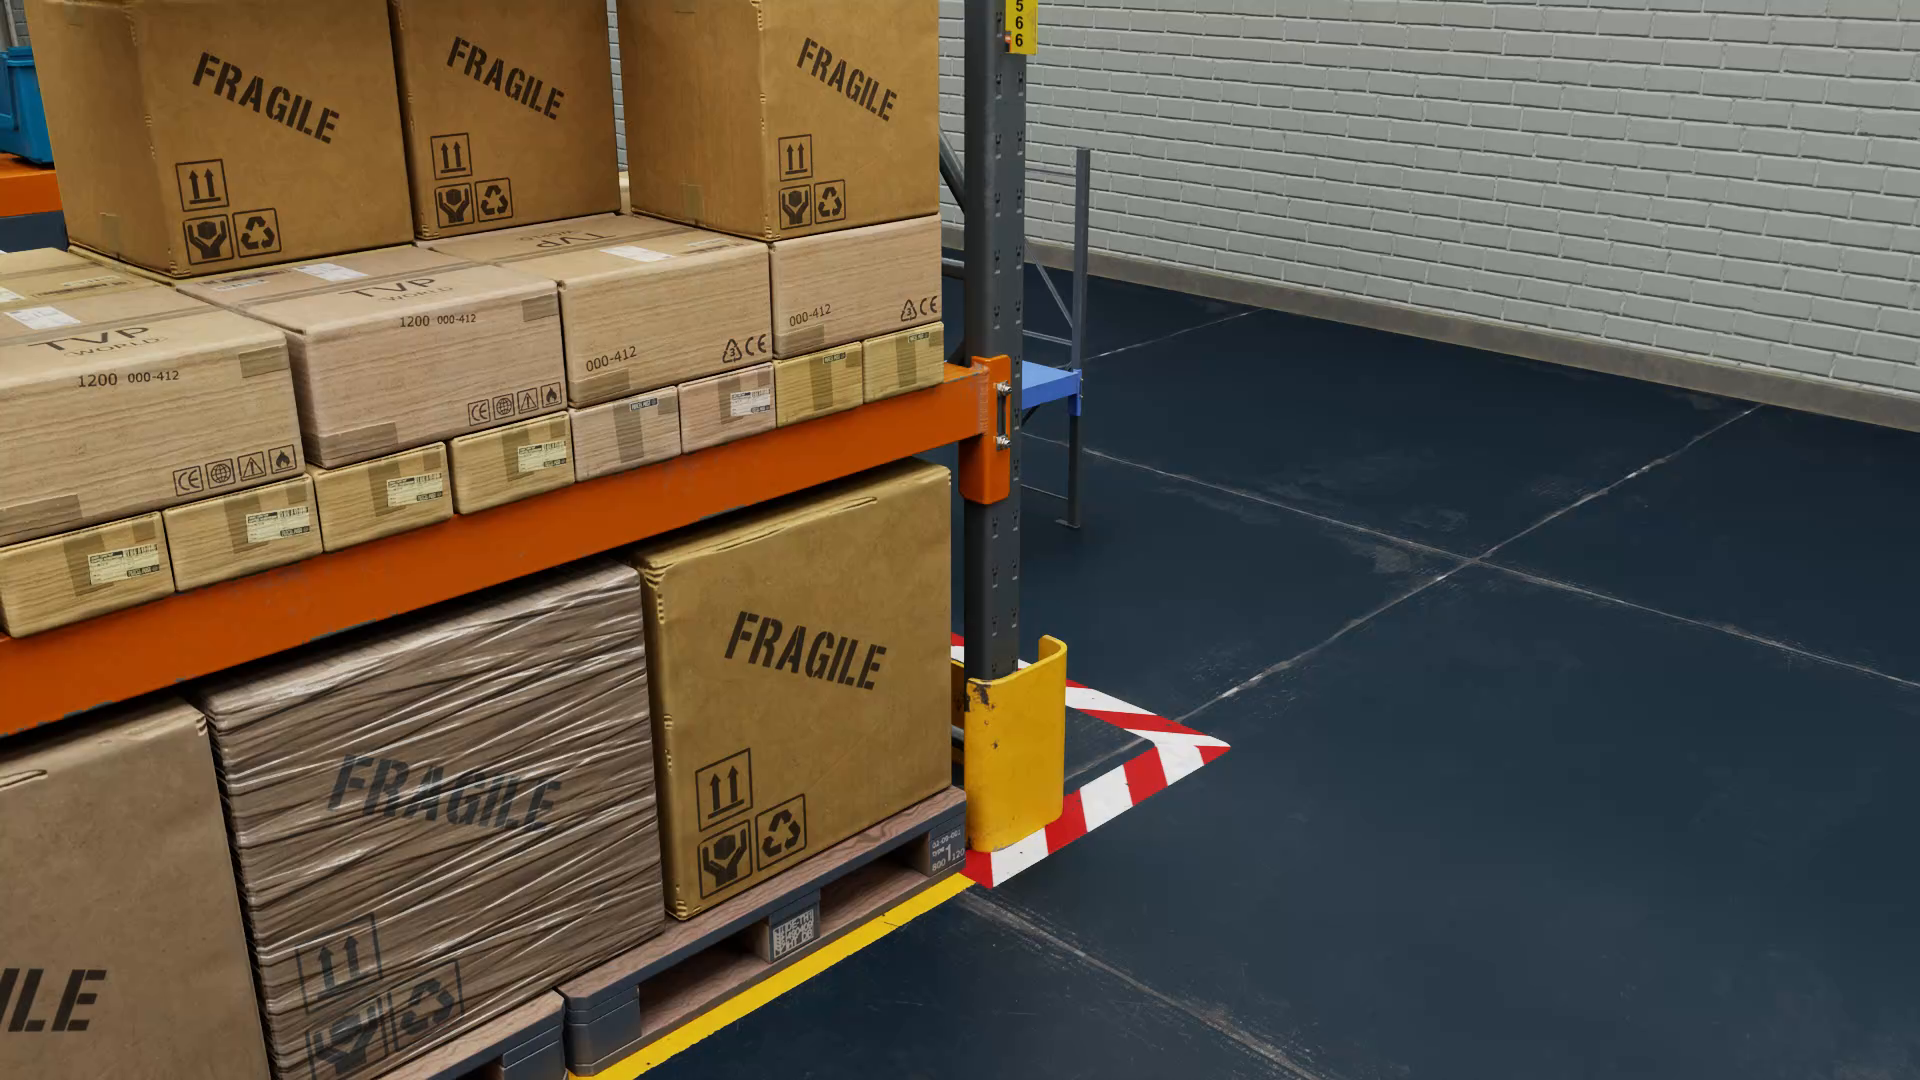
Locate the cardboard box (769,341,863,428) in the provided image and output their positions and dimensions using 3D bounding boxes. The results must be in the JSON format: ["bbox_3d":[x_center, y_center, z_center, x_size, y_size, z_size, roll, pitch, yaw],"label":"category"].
[{"bbox_3d":[-0.436,-0.386,3.747,0.380,0.149,0.250,20,28,41],"label":"cardboard box"}]

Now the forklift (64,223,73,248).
[{"bbox_3d":[-2.405,-1.130,5.430,1.130,2.935,3.031,18,27,39],"label":"forklift"}]

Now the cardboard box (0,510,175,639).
[{"bbox_3d":[-1.503,0.007,2.724,0.380,0.149,0.250,18,28,39],"label":"cardboard box"}]

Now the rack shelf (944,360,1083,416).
[{"bbox_3d":[-0.059,-0.510,6.313,0.538,0.185,1.000,19,28,41],"label":"rack shelf"}]

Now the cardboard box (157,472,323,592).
[{"bbox_3d":[-1.322,-0.060,2.900,0.250,0.149,0.380,-19,28,-41],"label":"cardboard box"}]

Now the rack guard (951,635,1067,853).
[{"bbox_3d":[-0.227,0.417,4.794,1.175,0.500,0.348,19,28,41],"label":"rack guard"}]

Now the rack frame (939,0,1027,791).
[{"bbox_3d":[-0.243,-0.744,4.330,1.000,3.000,0.127,19,28,41],"label":"rack frame"}]

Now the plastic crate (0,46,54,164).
[{"bbox_3d":[-3.892,-1.895,7.192,0.616,0.435,0.499,19,28,41],"label":"plastic crate"}]

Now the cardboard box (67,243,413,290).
[{"bbox_3d":[-1.483,-0.494,3.472,0.500,0.250,0.500,18,27,39],"label":"cardboard box"}]

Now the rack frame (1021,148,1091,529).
[{"bbox_3d":[0.295,-0.809,6.588,0.500,1.500,0.032,19,28,41],"label":"rack frame"}]

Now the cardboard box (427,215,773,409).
[{"bbox_3d":[-0.746,-0.492,3.467,0.500,0.250,0.500,19,28,40],"label":"cardboard box"}]

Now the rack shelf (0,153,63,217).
[{"bbox_3d":[-5.187,-1.134,6.346,1.077,0.370,4.000,19,28,41],"label":"rack shelf"}]

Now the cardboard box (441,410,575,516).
[{"bbox_3d":[-0.967,-0.190,3.238,0.380,0.149,0.250,18,28,39],"label":"cardboard box"}]

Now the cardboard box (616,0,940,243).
[{"bbox_3d":[-0.395,-0.972,3.672,0.500,0.500,0.500,20,29,41],"label":"cardboard box"}]

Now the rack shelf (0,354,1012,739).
[{"bbox_3d":[-1.638,0.106,3.121,1.077,0.370,4.000,19,28,41],"label":"rack shelf"}]

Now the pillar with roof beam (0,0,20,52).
[{"bbox_3d":[-6.542,-7.097,12.495,9.100,9.000,0.400,19,28,41],"label":"pillar with roof beam"}]

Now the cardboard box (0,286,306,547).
[{"bbox_3d":[-1.461,-0.226,2.776,0.500,0.250,0.500,19,28,41],"label":"cardboard box"}]

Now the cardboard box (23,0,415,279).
[{"bbox_3d":[-1.477,-0.844,3.339,0.500,0.500,0.500,18,28,39],"label":"cardboard box"}]

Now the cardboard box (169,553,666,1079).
[{"bbox_3d":[-1.267,0.470,3.547,0.875,0.875,0.875,19,28,41],"label":"cardboard box"}]

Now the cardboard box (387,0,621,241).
[{"bbox_3d":[-1.120,-0.979,3.689,0.500,0.500,0.500,18,28,39],"label":"cardboard box"}]

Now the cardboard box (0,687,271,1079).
[{"bbox_3d":[-1.888,0.699,2.952,0.875,0.875,0.875,19,28,41],"label":"cardboard box"}]

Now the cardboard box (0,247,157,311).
[{"bbox_3d":[-1.843,-0.358,3.120,0.500,0.250,0.500,19,28,40],"label":"cardboard box"}]

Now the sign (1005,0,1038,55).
[{"bbox_3d":[0.136,-1.256,3.717,0.100,0.325,0.005,19,28,41],"label":"sign"}]

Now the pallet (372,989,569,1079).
[{"bbox_3d":[-1.596,1.095,3.432,1.003,0.211,1.213,19,28,41],"label":"pallet"}]

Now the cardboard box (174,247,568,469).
[{"bbox_3d":[-1.100,-0.361,3.127,0.500,0.250,0.500,18,27,39],"label":"cardboard box"}]

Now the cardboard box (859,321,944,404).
[{"bbox_3d":[-0.256,-0.453,3.922,0.250,0.149,0.380,-20,28,-41],"label":"cardboard box"}]

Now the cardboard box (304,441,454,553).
[{"bbox_3d":[-1.148,-0.123,3.064,0.380,0.149,0.250,19,28,41],"label":"cardboard box"}]

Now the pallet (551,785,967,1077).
[{"bbox_3d":[-0.745,0.783,4.244,1.003,0.211,1.213,19,28,41],"label":"pallet"}]

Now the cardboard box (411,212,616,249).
[{"bbox_3d":[-1.129,-0.622,3.806,0.500,0.250,0.500,19,28,40],"label":"cardboard box"}]

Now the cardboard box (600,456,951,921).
[{"bbox_3d":[-0.632,0.236,4.155,0.875,0.875,0.875,19,28,41],"label":"cardboard box"}]

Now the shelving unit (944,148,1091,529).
[{"bbox_3d":[-0.059,-0.678,6.248,0.538,1.500,1.048,19,28,41],"label":"shelving unit"}]

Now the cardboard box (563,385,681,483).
[{"bbox_3d":[-0.787,-0.257,3.413,0.250,0.149,0.380,-20,28,-41],"label":"cardboard box"}]

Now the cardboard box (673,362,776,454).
[{"bbox_3d":[-0.613,-0.321,3.579,0.380,0.149,0.250,19,28,41],"label":"cardboard box"}]

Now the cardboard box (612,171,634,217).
[{"bbox_3d":[-0.772,-0.757,4.158,0.500,0.250,0.500,18,28,39],"label":"cardboard box"}]

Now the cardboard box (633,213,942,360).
[{"bbox_3d":[-0.391,-0.622,3.806,0.500,0.250,0.500,19,28,40],"label":"cardboard box"}]
